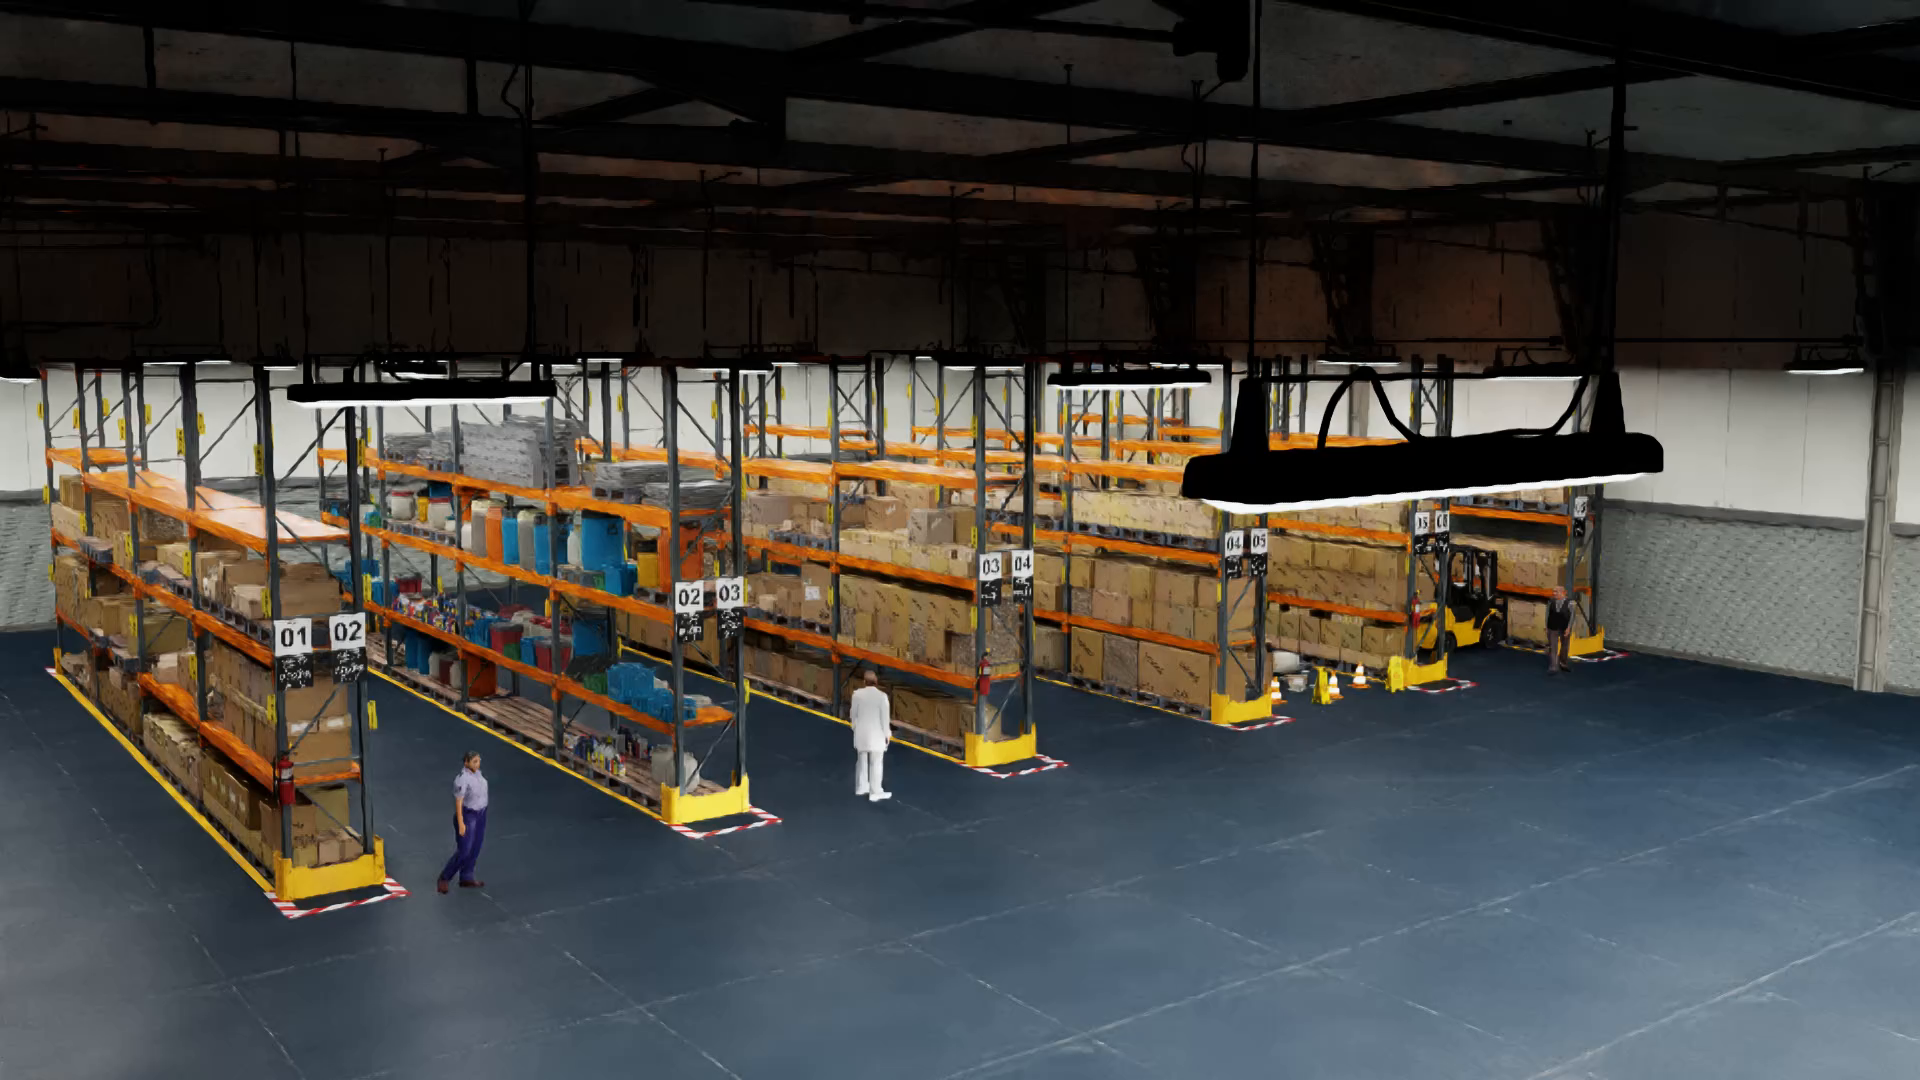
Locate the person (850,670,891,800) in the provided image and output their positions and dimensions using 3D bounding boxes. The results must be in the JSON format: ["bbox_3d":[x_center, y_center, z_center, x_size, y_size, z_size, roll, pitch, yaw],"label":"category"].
[{"bbox_3d":[-1.220,2.673,23.024,0.638,1.785,0.515,3,8,26],"label":"person"}]

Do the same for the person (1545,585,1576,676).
[{"bbox_3d":[11.382,1.707,31.550,0.555,1.711,0.701,3,8,25],"label":"person"}]

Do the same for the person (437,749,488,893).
[{"bbox_3d":[-5.725,3.226,19.127,0.500,1.641,0.654,2,7,13],"label":"person"}]
